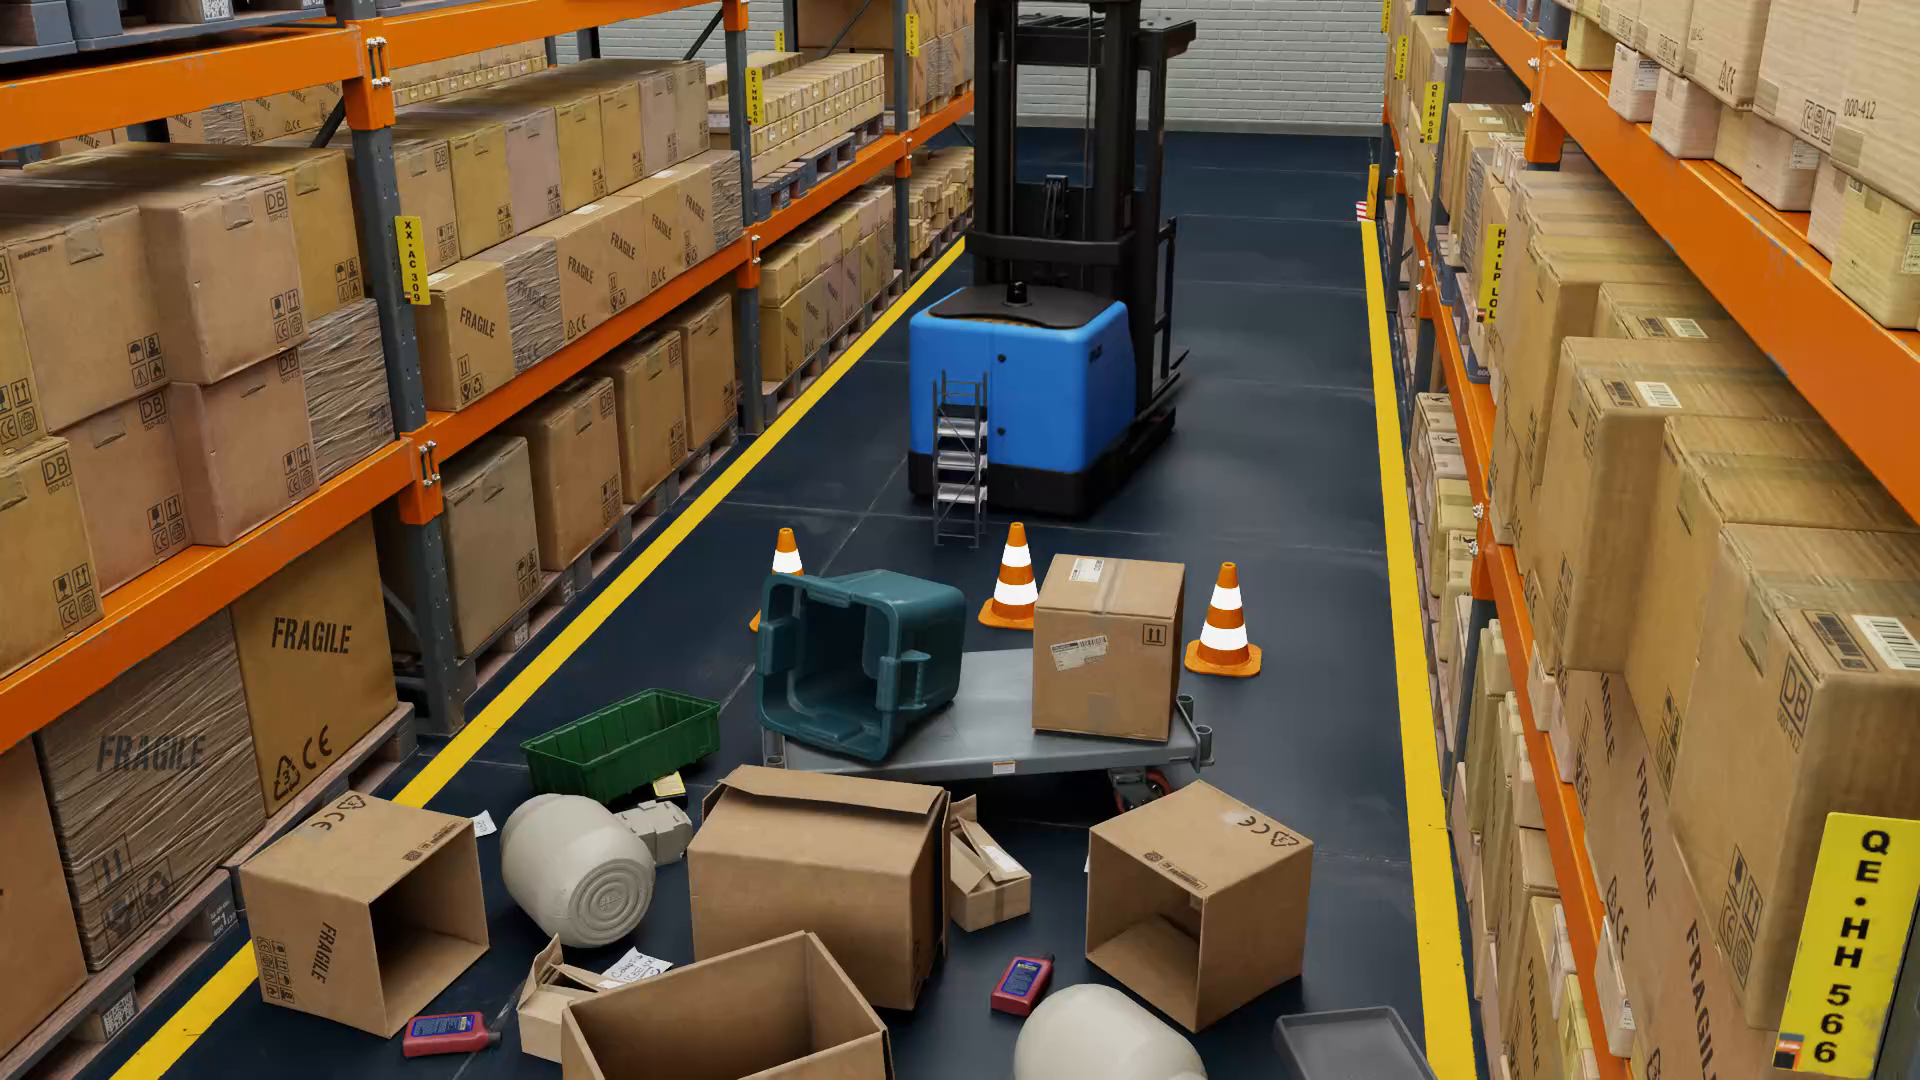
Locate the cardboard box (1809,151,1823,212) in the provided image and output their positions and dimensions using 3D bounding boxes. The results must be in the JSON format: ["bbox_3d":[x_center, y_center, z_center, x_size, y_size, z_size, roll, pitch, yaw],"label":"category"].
[{"bbox_3d":[1.512,-0.531,2.478,0.380,0.149,0.250,5,22,11],"label":"cardboard box"}]

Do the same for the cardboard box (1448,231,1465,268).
[{"bbox_3d":[2.606,-1.432,8.167,0.380,0.149,0.250,5,22,11],"label":"cardboard box"}]

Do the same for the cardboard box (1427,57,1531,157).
[{"bbox_3d":[2.972,-2.474,9.508,0.500,0.500,0.500,4,22,9],"label":"cardboard box"}]

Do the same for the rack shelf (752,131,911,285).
[{"bbox_3d":[-1.336,-2.492,11.990,1.077,0.370,4.000,4,22,11],"label":"rack shelf"}]

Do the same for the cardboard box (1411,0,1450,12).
[{"bbox_3d":[3.690,-4.165,12.840,0.380,0.149,0.250,4,22,10],"label":"cardboard box"}]

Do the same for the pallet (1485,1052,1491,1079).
[{"bbox_3d":[1.957,1.698,4.355,1.003,0.211,1.213,4,22,11],"label":"pallet"}]

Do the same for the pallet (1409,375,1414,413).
[{"bbox_3d":[3.357,-0.743,10.417,1.003,0.211,1.213,4,22,11],"label":"pallet"}]

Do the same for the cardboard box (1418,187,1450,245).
[{"bbox_3d":[2.972,-1.890,9.731,0.500,0.250,0.500,4,22,9],"label":"cardboard box"}]

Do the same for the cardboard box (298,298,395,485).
[{"bbox_3d":[-2.624,-0.566,6.042,0.875,0.550,0.550,4,22,11],"label":"cardboard box"}]

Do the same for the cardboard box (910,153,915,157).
[{"bbox_3d":[-0.666,-3.811,16.758,0.380,0.149,0.250,4,22,11],"label":"cardboard box"}]

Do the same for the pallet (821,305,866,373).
[{"bbox_3d":[-1.332,-1.532,12.374,1.003,0.211,1.213,4,22,11],"label":"pallet"}]

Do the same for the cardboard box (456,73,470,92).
[{"bbox_3d":[-5.060,-4.509,16.371,0.380,0.149,0.250,4,22,9],"label":"cardboard box"}]

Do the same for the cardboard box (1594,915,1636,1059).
[{"bbox_3d":[1.396,0.845,3.076,0.380,0.149,0.250,5,22,12],"label":"cardboard box"}]

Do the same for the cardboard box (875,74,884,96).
[{"bbox_3d":[-0.815,-3.613,13.186,0.380,0.149,0.250,5,23,13],"label":"cardboard box"}]

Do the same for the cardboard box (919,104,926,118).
[{"bbox_3d":[-0.505,-3.820,14.660,0.380,0.149,0.250,3,22,9],"label":"cardboard box"}]

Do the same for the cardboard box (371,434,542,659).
[{"bbox_3d":[-2.521,-0.017,7.330,1.050,0.750,0.750,4,22,11],"label":"cardboard box"}]

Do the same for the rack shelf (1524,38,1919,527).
[{"bbox_3d":[1.898,-0.618,3.320,1.077,0.370,4.000,4,22,11],"label":"rack shelf"}]

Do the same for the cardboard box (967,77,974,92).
[{"bbox_3d":[-0.054,-4.487,16.316,0.380,0.149,0.250,5,22,12],"label":"cardboard box"}]

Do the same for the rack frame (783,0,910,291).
[{"bbox_3d":[-0.928,-3.558,13.672,1.000,3.000,0.127,4,22,11],"label":"rack frame"}]

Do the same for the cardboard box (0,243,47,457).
[{"bbox_3d":[-3.013,-0.479,4.380,0.875,0.550,0.500,4,22,11],"label":"cardboard box"}]

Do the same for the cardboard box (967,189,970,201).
[{"bbox_3d":[-0.106,-3.493,16.765,0.380,0.149,0.250,4,22,11],"label":"cardboard box"}]

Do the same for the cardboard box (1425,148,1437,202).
[{"bbox_3d":[2.973,-2.113,9.617,0.500,0.250,0.500,4,22,11],"label":"cardboard box"}]

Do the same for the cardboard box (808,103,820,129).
[{"bbox_3d":[-1.187,-2.944,11.523,0.380,0.149,0.250,4,22,10],"label":"cardboard box"}]

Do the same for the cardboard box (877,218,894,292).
[{"bbox_3d":[-0.832,-2.303,13.341,0.500,0.500,0.500,4,22,10],"label":"cardboard box"}]

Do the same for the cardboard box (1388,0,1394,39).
[{"bbox_3d":[4.378,-5.036,15.872,0.500,0.500,0.500,4,22,10],"label":"cardboard box"}]

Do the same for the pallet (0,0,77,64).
[{"bbox_3d":[-2.988,-1.239,4.018,1.003,0.211,1.213,4,22,11],"label":"pallet"}]

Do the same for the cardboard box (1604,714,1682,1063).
[{"bbox_3d":[1.438,0.585,2.854,0.500,0.500,0.500,5,22,11],"label":"cardboard box"}]

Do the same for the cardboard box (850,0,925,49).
[{"bbox_3d":[-0.597,-4.352,13.775,0.500,0.500,0.500,5,22,12],"label":"cardboard box"}]

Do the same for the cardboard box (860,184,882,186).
[{"bbox_3d":[-0.923,-3.133,15.075,0.380,0.149,0.250,5,23,13],"label":"cardboard box"}]

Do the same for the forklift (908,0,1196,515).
[{"bbox_3d":[0.723,-2.015,9.933,1.130,2.935,3.031,8,23,20],"label":"forklift"}]

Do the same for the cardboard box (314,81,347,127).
[{"bbox_3d":[-5.591,-3.827,14.207,0.500,0.500,0.500,5,22,11],"label":"cardboard box"}]

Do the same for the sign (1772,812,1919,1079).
[{"bbox_3d":[0.951,0.438,1.778,0.100,0.325,0.005,4,22,11],"label":"sign"}]

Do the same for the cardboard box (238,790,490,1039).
[{"bbox_3d":[-1.872,1.172,5.270,0.500,0.500,0.500,8,23,20],"label":"cardboard box"}]

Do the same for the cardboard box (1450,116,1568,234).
[{"bbox_3d":[2.705,-1.795,8.202,0.500,0.500,0.500,6,23,14],"label":"cardboard box"}]

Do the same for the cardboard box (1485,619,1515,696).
[{"bbox_3d":[1.838,0.377,5.149,0.380,0.149,0.250,5,22,12],"label":"cardboard box"}]

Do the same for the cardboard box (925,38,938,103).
[{"bbox_3d":[-0.486,-4.085,14.450,0.500,0.500,0.500,4,22,11],"label":"cardboard box"}]

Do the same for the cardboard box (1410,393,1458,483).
[{"bbox_3d":[2.998,-0.524,9.096,0.950,0.372,0.625,3,22,7],"label":"cardboard box"}]

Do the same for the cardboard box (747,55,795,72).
[{"bbox_3d":[-1.509,-3.700,13.004,0.380,0.149,0.250,5,22,12],"label":"cardboard box"}]

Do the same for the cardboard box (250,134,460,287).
[{"bbox_3d":[-2.464,-1.324,6.654,0.700,0.500,0.500,4,22,10],"label":"cardboard box"}]

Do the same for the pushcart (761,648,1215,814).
[{"bbox_3d":[0.064,0.769,6.438,1.648,0.377,0.936,-3,22,-8],"label":"pushcart"}]

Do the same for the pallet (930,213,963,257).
[{"bbox_3d":[-0.578,-2.960,15.921,1.003,0.211,1.213,4,22,11],"label":"pallet"}]

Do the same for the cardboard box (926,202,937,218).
[{"bbox_3d":[-0.425,-3.065,15.304,0.380,0.149,0.250,6,23,13],"label":"cardboard box"}]

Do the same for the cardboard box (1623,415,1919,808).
[{"bbox_3d":[1.491,0.135,2.632,0.700,0.500,0.500,5,22,11],"label":"cardboard box"}]

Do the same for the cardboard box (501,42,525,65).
[{"bbox_3d":[-4.890,-5.121,17.356,0.500,0.250,0.500,4,22,10],"label":"cardboard box"}]

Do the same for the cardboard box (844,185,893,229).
[{"bbox_3d":[-0.832,-2.649,13.196,0.500,0.250,0.500,4,22,9],"label":"cardboard box"}]

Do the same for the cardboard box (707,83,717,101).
[{"bbox_3d":[-1.880,-3.036,11.355,0.380,0.149,0.250,4,22,11],"label":"cardboard box"}]

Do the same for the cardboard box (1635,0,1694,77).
[{"bbox_3d":[1.637,-1.055,3.245,0.500,0.250,0.500,5,22,11],"label":"cardboard box"}]

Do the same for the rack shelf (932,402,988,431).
[{"bbox_3d":[0.002,-0.640,8.604,0.258,0.077,0.200,4,22,11],"label":"rack shelf"}]

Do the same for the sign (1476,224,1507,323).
[{"bbox_3d":[1.762,-0.870,5.448,0.100,0.325,0.005,4,22,11],"label":"sign"}]

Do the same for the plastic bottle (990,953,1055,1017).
[{"bbox_3d":[0.207,1.401,5.294,0.133,0.061,0.283,8,23,20],"label":"plastic bottle"}]

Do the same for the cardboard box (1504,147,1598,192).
[{"bbox_3d":[2.307,-1.411,6.378,0.380,0.149,0.250,4,22,9],"label":"cardboard box"}]

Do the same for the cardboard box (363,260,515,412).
[{"bbox_3d":[-2.189,-0.850,6.815,0.500,0.500,0.500,5,22,12],"label":"cardboard box"}]

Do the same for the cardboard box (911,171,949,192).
[{"bbox_3d":[-0.311,-3.386,15.703,0.380,0.149,0.250,5,22,11],"label":"cardboard box"}]

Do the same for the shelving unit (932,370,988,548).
[{"bbox_3d":[0.002,-0.420,8.693,0.258,0.900,0.210,4,22,11],"label":"shelving unit"}]

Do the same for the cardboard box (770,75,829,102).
[{"bbox_3d":[-1.139,-3.175,11.700,0.380,0.149,0.250,4,22,10],"label":"cardboard box"}]

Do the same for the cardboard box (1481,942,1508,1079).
[{"bbox_3d":[1.718,1.375,4.544,0.500,0.250,0.500,4,22,10],"label":"cardboard box"}]

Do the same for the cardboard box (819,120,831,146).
[{"bbox_3d":[-1.132,-2.901,11.817,0.380,0.149,0.250,4,22,9],"label":"cardboard box"}]

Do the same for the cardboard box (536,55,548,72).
[{"bbox_3d":[-4.697,-5.164,17.996,0.380,0.149,0.250,5,22,12],"label":"cardboard box"}]

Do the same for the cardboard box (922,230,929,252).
[{"bbox_3d":[-0.484,-2.636,14.638,0.380,0.149,0.250,5,22,13],"label":"cardboard box"}]
